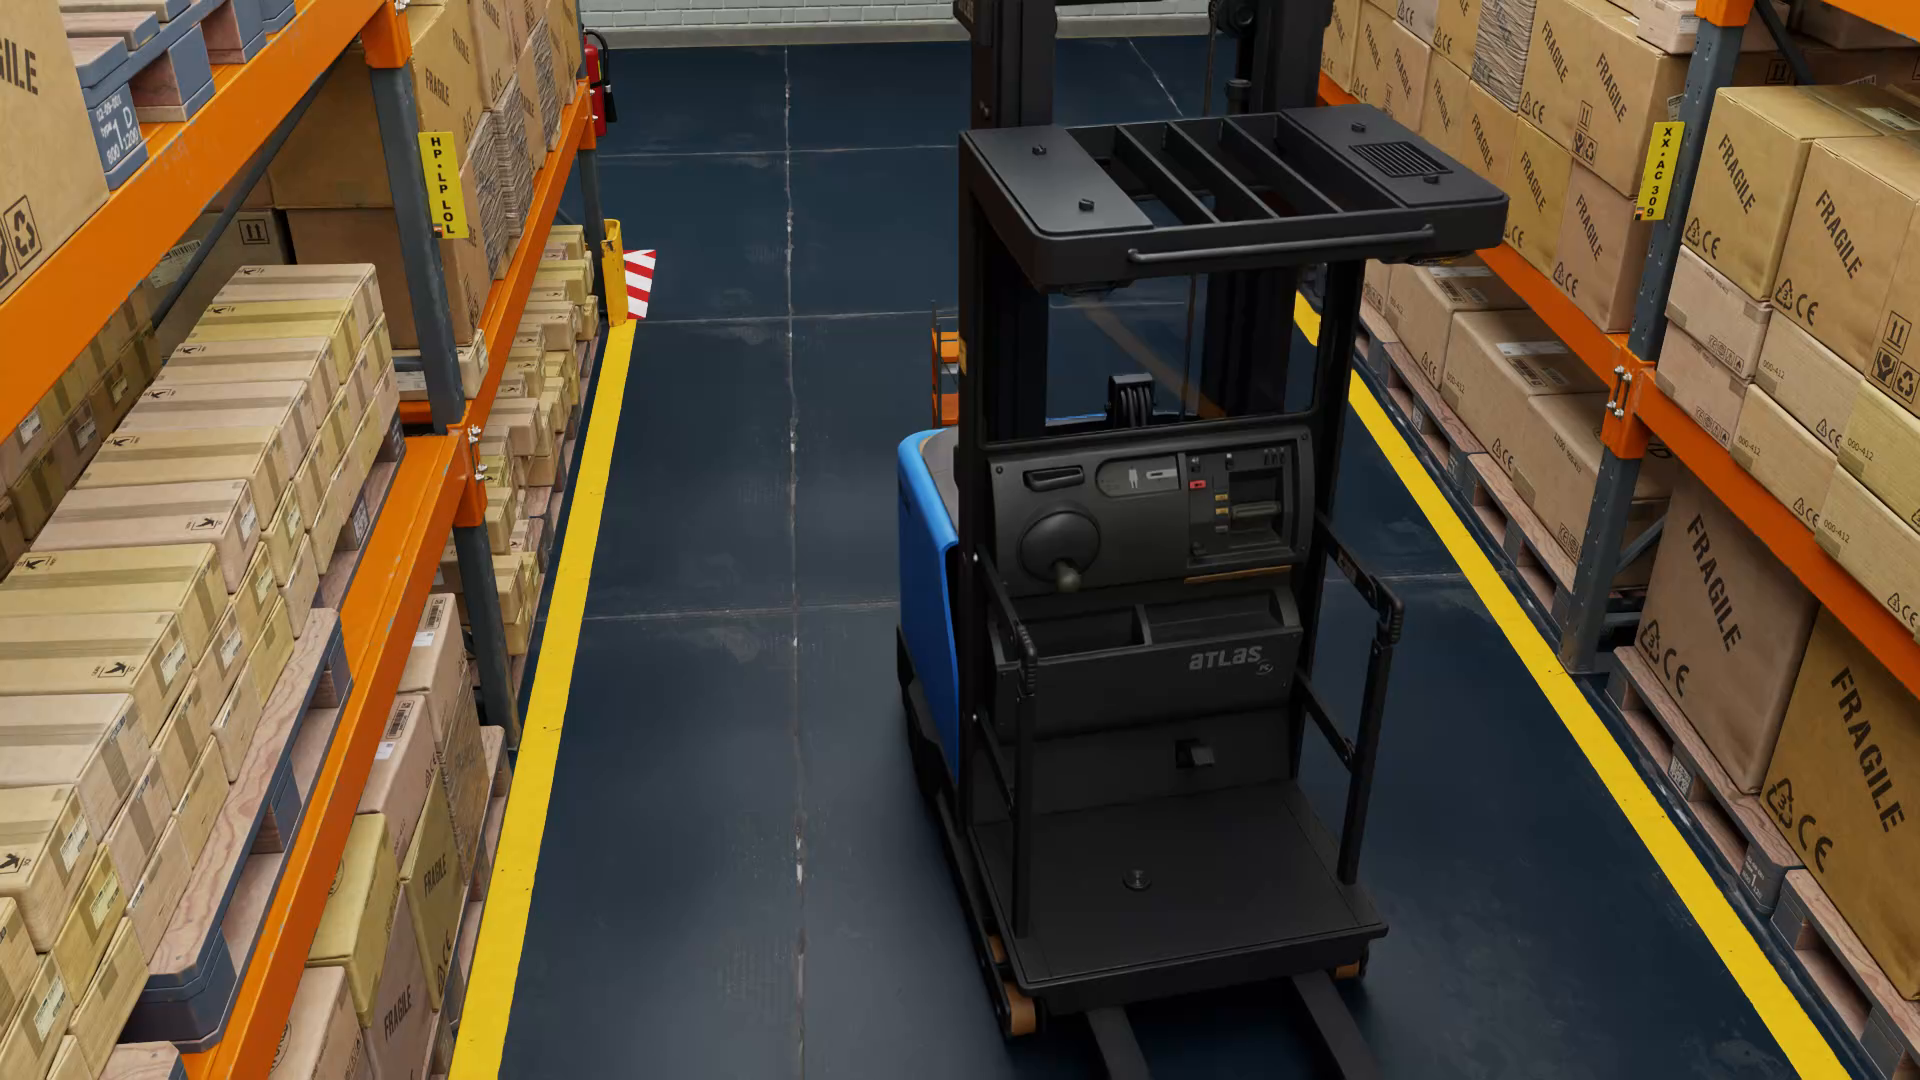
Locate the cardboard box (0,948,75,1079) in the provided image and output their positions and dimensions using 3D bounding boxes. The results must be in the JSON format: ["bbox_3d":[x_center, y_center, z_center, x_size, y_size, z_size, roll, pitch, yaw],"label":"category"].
[{"bbox_3d":[-1.620,0.781,2.563,0.380,0.149,0.250,-4,31,-6],"label":"cardboard box"}]

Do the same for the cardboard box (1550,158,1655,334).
[{"bbox_3d":[2.528,-1.087,6.047,0.500,0.500,0.500,-2,31,-4],"label":"cardboard box"}]

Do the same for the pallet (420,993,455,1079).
[{"bbox_3d":[-1.902,1.688,4.218,1.003,0.211,1.213,-3,31,-5],"label":"pallet"}]

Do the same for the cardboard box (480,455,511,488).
[{"bbox_3d":[-1.958,-0.198,6.448,0.380,0.149,0.250,-3,31,-5],"label":"cardboard box"}]

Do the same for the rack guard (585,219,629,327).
[{"bbox_3d":[-2.460,-1.461,9.208,1.175,0.500,0.348,-3,31,-5],"label":"rack guard"}]

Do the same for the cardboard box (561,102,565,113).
[{"bbox_3d":[-2.169,-2.183,8.225,0.380,0.149,0.250,-3,31,-5],"label":"cardboard box"}]

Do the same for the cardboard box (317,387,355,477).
[{"bbox_3d":[-1.813,-0.276,4.332,0.380,0.149,0.250,-1,31,-2],"label":"cardboard box"}]

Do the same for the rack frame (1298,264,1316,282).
[{"bbox_3d":[2.452,-2.862,9.116,1.000,3.000,0.127,-3,31,-5],"label":"rack frame"}]

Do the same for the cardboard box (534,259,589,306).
[{"bbox_3d":[-2.048,-1.269,8.240,0.380,0.149,0.250,-3,31,-6],"label":"cardboard box"}]

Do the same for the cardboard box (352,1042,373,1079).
[{"bbox_3d":[-1.634,1.513,3.820,0.500,0.500,0.500,-4,31,-6],"label":"cardboard box"}]

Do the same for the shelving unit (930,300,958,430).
[{"bbox_3d":[-0.005,-0.478,7.027,0.215,1.050,0.252,-3,31,-5],"label":"shelving unit"}]

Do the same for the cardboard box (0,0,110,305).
[{"bbox_3d":[-1.613,-0.633,2.363,0.500,0.500,0.500,-3,31,-5],"label":"cardboard box"}]

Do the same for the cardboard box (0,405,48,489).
[{"bbox_3d":[-2.440,-0.235,3.973,0.380,0.149,0.250,-3,31,-5],"label":"cardboard box"}]

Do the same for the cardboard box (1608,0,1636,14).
[{"bbox_3d":[2.550,-1.980,5.934,0.380,0.149,0.250,-3,31,-5],"label":"cardboard box"}]

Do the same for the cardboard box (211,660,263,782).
[{"bbox_3d":[-1.709,0.391,3.505,0.380,0.149,0.250,-4,31,-6],"label":"cardboard box"}]

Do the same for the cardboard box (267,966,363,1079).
[{"bbox_3d":[-1.623,1.207,3.601,0.500,0.250,0.500,-3,31,-4],"label":"cardboard box"}]

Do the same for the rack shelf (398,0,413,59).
[{"bbox_3d":[-2.280,-2.531,6.338,1.077,0.370,4.000,-3,31,-5],"label":"rack shelf"}]

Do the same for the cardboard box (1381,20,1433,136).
[{"bbox_3d":[2.316,-2.128,7.790,0.500,0.500,0.500,-3,31,-5],"label":"cardboard box"}]

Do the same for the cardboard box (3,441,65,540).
[{"bbox_3d":[-2.438,-0.111,4.056,0.380,0.149,0.250,-4,31,-7],"label":"cardboard box"}]

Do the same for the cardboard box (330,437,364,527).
[{"bbox_3d":[-1.812,-0.150,4.411,0.380,0.149,0.250,-3,31,-5],"label":"cardboard box"}]

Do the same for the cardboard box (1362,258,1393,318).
[{"bbox_3d":[2.614,-1.610,9.109,0.875,0.438,0.875,-4,31,-6],"label":"cardboard box"}]

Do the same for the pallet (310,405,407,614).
[{"bbox_3d":[-2.166,-0.051,4.597,1.003,0.211,1.213,-3,31,-5],"label":"pallet"}]

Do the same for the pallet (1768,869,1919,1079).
[{"bbox_3d":[3.090,1.392,4.713,1.003,0.211,1.213,-3,31,-5],"label":"pallet"}]

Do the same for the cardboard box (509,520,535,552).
[{"bbox_3d":[-1.907,0.051,6.609,0.380,0.149,0.250,-3,31,-5],"label":"cardboard box"}]

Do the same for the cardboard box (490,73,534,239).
[{"bbox_3d":[-1.953,-1.477,6.411,0.500,0.500,0.500,-3,31,-6],"label":"cardboard box"}]

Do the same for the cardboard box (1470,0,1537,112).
[{"bbox_3d":[2.411,-2.038,6.664,0.500,0.500,0.500,-2,31,-4],"label":"cardboard box"}]

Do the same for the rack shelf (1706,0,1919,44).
[{"bbox_3d":[3.013,-0.777,3.402,1.077,0.370,4.000,-3,31,-5],"label":"rack shelf"}]

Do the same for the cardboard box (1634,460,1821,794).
[{"bbox_3d":[2.964,0.225,5.610,0.875,0.875,0.875,-2,31,-3],"label":"cardboard box"}]

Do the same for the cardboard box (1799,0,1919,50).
[{"bbox_3d":[3.055,-1.744,5.539,0.380,0.149,0.250,-3,31,-5],"label":"cardboard box"}]

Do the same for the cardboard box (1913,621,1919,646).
[{"bbox_3d":[2.724,0.265,4.028,0.500,0.250,0.500,-3,31,-5],"label":"cardboard box"}]

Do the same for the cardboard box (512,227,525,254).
[{"bbox_3d":[-1.965,-1.253,6.668,0.380,0.149,0.250,-1,31,-2],"label":"cardboard box"}]

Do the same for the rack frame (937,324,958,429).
[{"bbox_3d":[0.006,-0.416,6.922,0.200,1.050,0.008,-3,31,-5],"label":"rack frame"}]

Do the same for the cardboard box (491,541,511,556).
[{"bbox_3d":[-1.921,0.060,6.305,0.380,0.149,0.250,-3,31,-4],"label":"cardboard box"}]

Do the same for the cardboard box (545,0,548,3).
[{"bbox_3d":[-2.129,-2.692,7.470,0.500,0.500,0.500,-4,31,-6],"label":"cardboard box"}]

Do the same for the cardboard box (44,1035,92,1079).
[{"bbox_3d":[-1.611,0.926,2.609,0.380,0.149,0.250,-1,31,-2],"label":"cardboard box"}]

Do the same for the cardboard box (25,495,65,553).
[{"bbox_3d":[-2.440,0.017,4.131,0.380,0.149,0.250,-2,31,-4],"label":"cardboard box"}]

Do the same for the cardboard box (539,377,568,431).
[{"bbox_3d":[-1.963,-0.601,7.412,0.380,0.149,0.250,-2,31,-4],"label":"cardboard box"}]

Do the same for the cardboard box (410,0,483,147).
[{"bbox_3d":[-1.956,-1.636,5.702,0.500,0.500,0.500,-4,31,-6],"label":"cardboard box"}]

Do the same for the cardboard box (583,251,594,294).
[{"bbox_3d":[-2.133,-1.401,8.751,0.380,0.149,0.250,-4,31,-6],"label":"cardboard box"}]

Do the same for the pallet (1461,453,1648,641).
[{"bbox_3d":[2.833,-0.014,7.068,1.003,0.211,1.213,-3,31,-5],"label":"pallet"}]

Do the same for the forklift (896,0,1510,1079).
[{"bbox_3d":[0.591,-0.031,4.444,1.130,2.935,3.031,-7,31,-11],"label":"forklift"}]

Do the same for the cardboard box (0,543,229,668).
[{"bbox_3d":[-1.713,0.140,3.346,0.380,0.149,0.250,-3,31,-5],"label":"cardboard box"}]

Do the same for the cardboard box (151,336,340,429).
[{"bbox_3d":[-1.813,-0.394,4.239,0.380,0.149,0.250,-4,31,-6],"label":"cardboard box"}]

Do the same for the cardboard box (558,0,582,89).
[{"bbox_3d":[-2.168,-2.526,8.167,0.500,0.500,0.500,-2,31,-4],"label":"cardboard box"}]

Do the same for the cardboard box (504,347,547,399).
[{"bbox_3d":[-2.039,-0.727,7.333,0.380,0.149,0.250,-3,31,-4],"label":"cardboard box"}]

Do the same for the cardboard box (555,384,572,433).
[{"bbox_3d":[-2.018,-0.612,7.720,0.380,0.149,0.250,-2,31,-4],"label":"cardboard box"}]

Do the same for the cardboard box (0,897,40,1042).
[{"bbox_3d":[-1.616,0.676,2.448,0.380,0.149,0.250,-3,31,-5],"label":"cardboard box"}]

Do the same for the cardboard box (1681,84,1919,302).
[{"bbox_3d":[2.581,-1.053,5.015,0.500,0.500,0.500,-2,31,-4],"label":"cardboard box"}]

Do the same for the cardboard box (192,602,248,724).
[{"bbox_3d":[-1.715,0.260,3.435,0.380,0.149,0.250,-2,31,-3],"label":"cardboard box"}]
